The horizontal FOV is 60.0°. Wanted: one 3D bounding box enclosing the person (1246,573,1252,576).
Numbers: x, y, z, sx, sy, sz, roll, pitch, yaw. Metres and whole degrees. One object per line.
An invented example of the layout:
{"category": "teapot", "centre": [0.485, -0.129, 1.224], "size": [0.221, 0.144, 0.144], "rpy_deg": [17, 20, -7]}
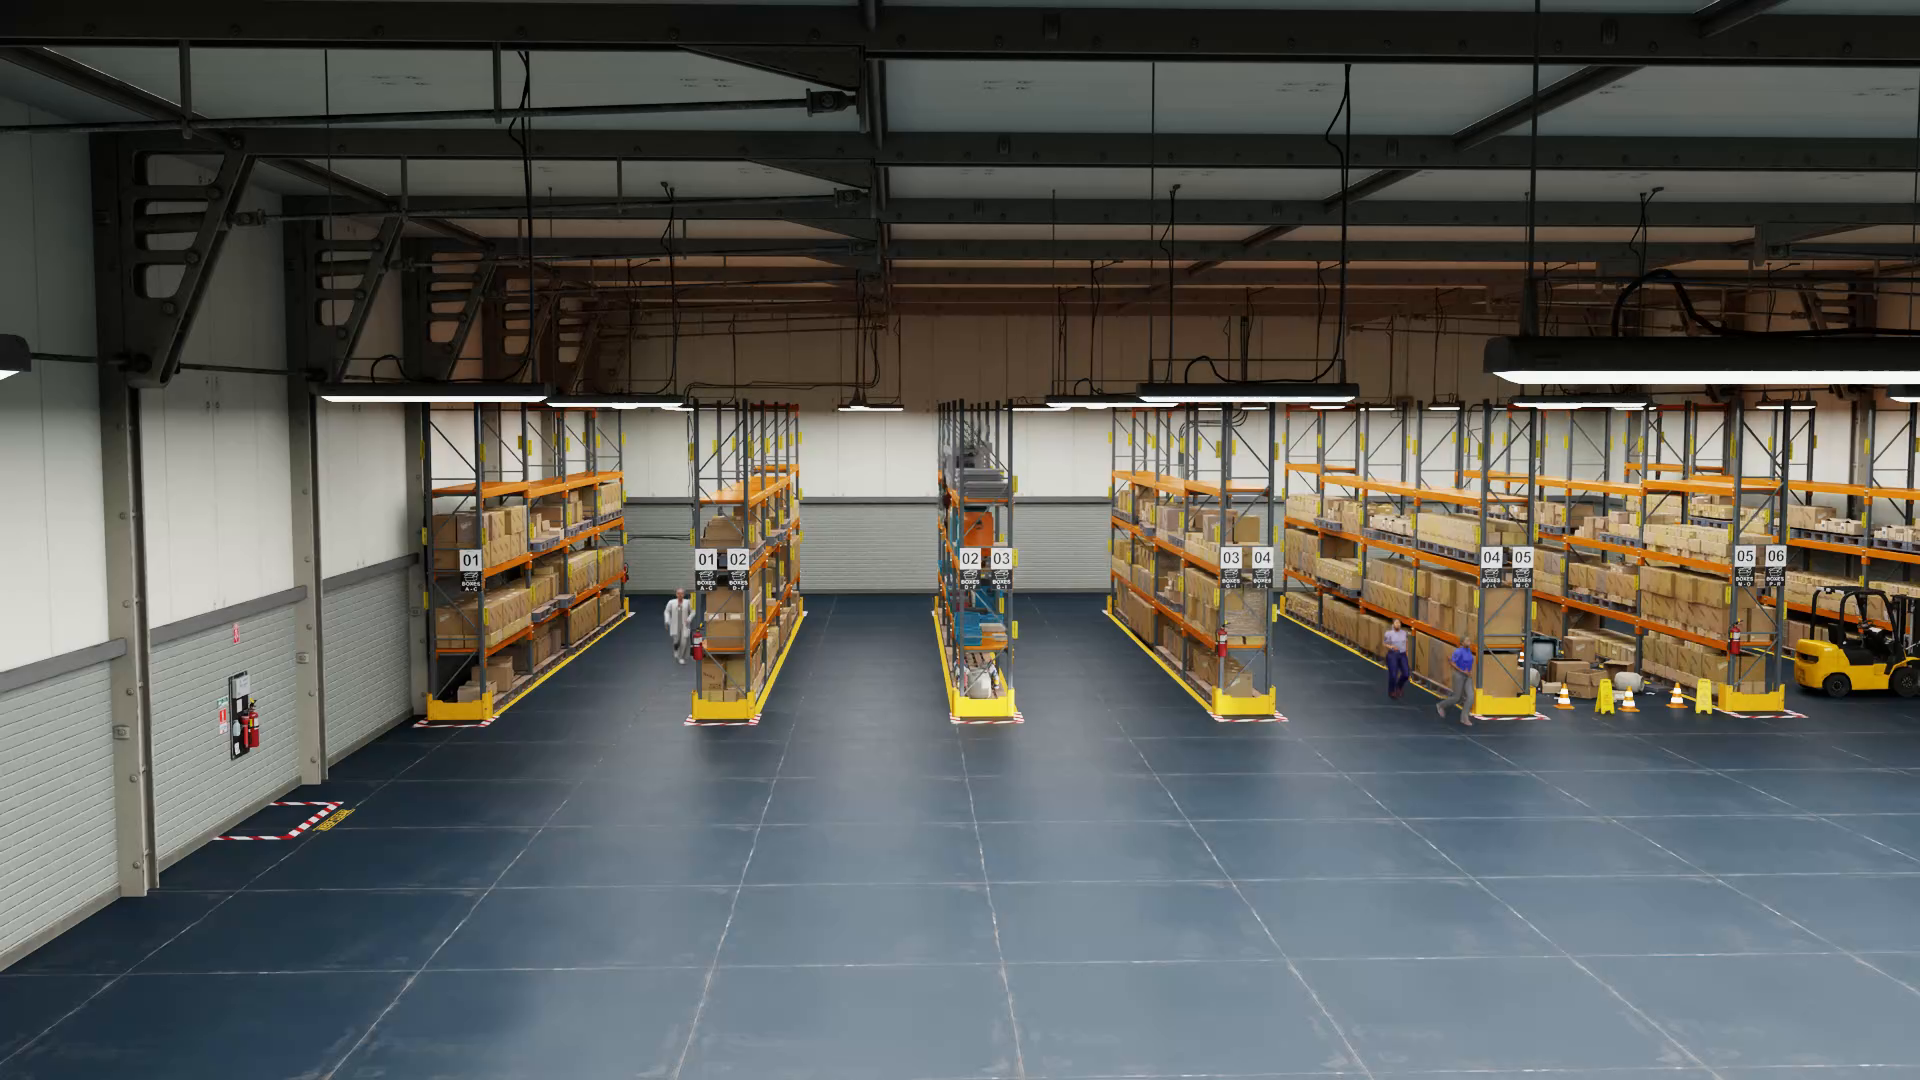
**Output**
{"category": "person", "centre": [7.996, 1.330, 47.484], "size": [0.658, 1.595, 0.565], "rpy_deg": [1, 4, 12]}

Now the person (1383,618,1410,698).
{"category": "person", "centre": [8.781, 2.380, 33.361], "size": [0.570, 1.618, 0.576], "rpy_deg": [-1, 4, -7]}

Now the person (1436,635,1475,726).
{"category": "person", "centre": [9.281, 2.581, 30.851], "size": [0.605, 1.650, 0.774], "rpy_deg": [-3, 5, -35]}

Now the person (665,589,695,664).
{"category": "person", "centre": [-6.406, 1.976, 38.043], "size": [0.699, 1.726, 0.669], "rpy_deg": [-1, 4, -9]}
